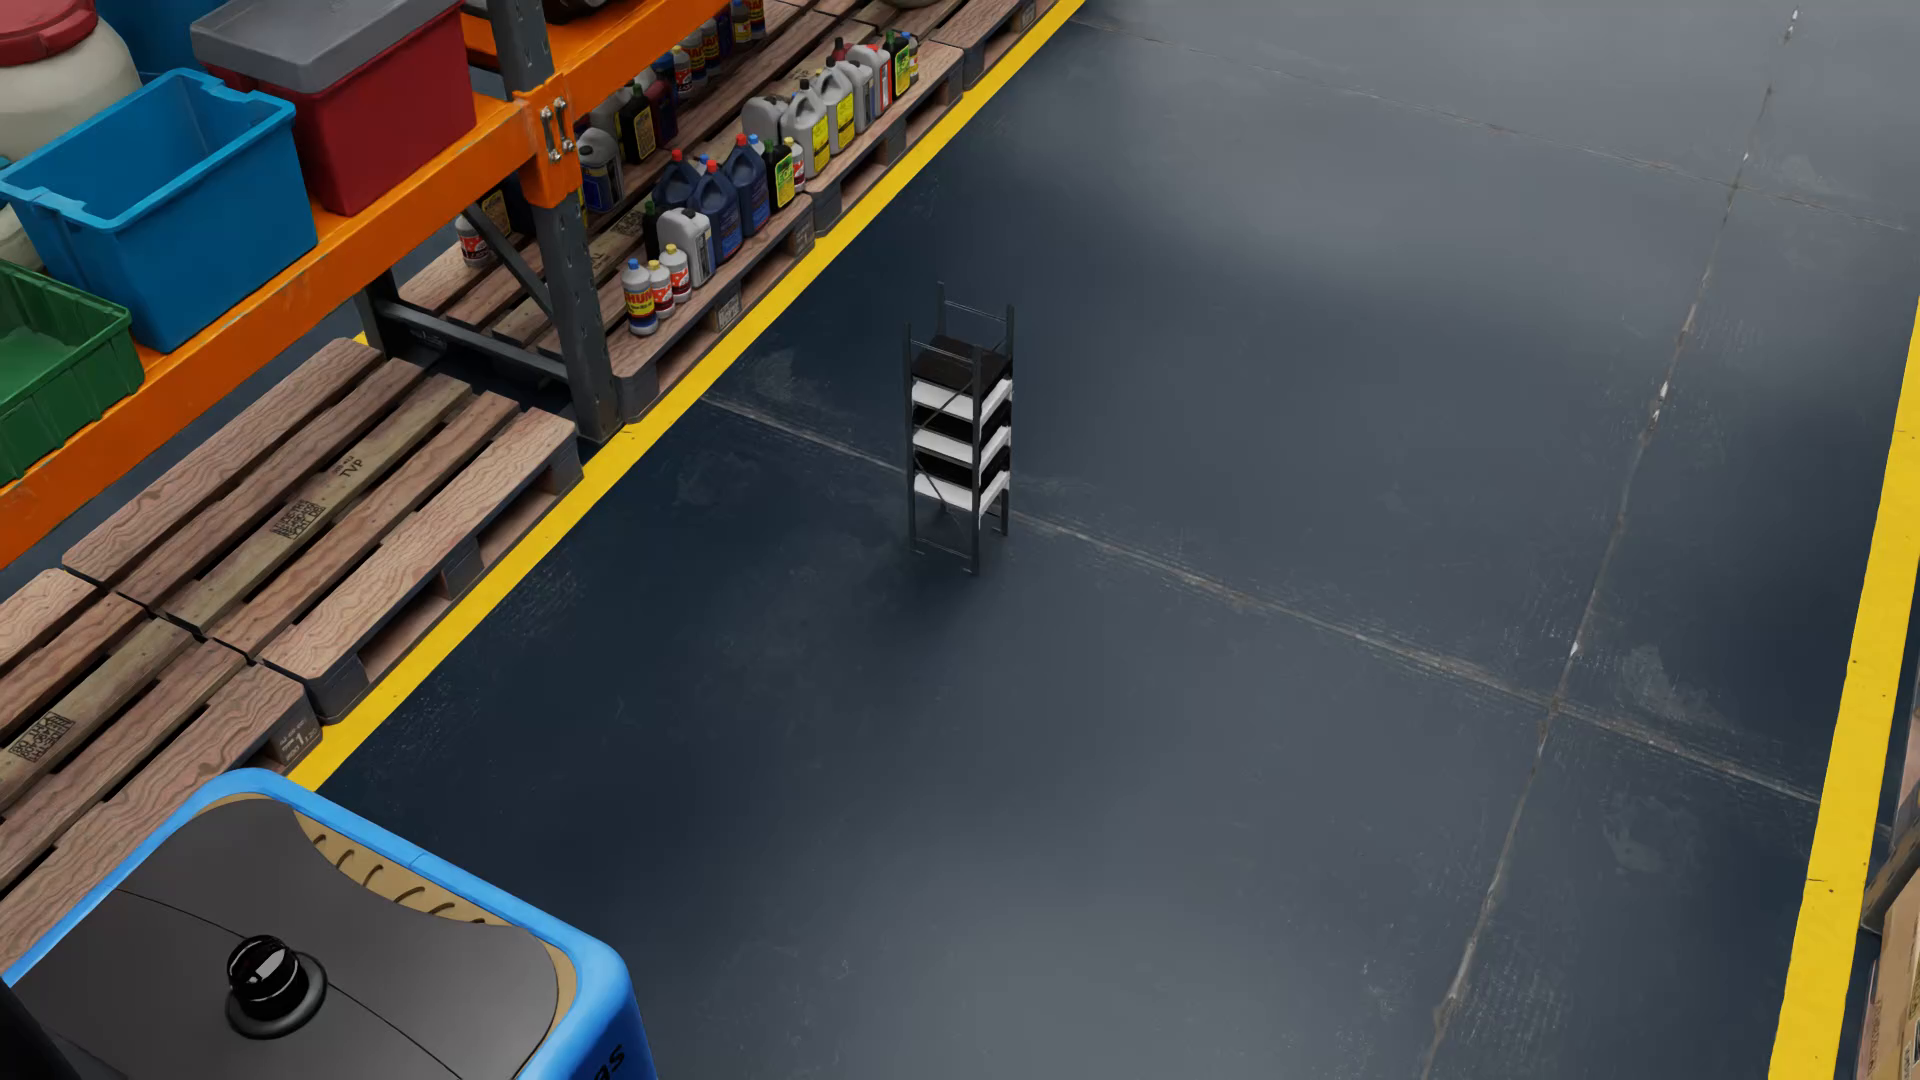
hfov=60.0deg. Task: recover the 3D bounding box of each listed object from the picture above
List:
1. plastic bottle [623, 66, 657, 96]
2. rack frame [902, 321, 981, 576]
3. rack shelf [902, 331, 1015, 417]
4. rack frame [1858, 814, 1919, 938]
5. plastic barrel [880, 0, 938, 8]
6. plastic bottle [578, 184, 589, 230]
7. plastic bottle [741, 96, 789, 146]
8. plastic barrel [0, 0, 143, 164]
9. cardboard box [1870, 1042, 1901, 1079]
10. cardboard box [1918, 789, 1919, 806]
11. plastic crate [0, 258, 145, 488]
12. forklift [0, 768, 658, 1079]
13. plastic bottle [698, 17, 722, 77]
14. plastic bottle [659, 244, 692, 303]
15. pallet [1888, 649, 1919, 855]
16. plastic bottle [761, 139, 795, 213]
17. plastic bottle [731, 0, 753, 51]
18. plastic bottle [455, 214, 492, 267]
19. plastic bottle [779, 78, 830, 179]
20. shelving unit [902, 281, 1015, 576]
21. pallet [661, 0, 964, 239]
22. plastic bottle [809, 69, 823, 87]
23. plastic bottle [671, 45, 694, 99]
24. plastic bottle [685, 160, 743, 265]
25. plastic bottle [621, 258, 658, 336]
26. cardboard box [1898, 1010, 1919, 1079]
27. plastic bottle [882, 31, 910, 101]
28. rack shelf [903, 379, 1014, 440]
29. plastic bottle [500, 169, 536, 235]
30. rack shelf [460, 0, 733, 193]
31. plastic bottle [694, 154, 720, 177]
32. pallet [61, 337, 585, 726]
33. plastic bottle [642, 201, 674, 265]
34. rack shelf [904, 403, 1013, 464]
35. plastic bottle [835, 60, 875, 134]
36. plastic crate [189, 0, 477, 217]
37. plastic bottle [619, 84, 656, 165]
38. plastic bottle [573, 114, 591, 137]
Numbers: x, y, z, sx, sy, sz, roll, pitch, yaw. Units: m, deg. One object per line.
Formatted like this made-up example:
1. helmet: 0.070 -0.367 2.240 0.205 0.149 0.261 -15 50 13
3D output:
1. plastic bottle: -1.249 -1.693 6.420 0.152 0.276 0.135 21 49 20
2. rack frame: -0.051 -0.247 4.862 0.240 0.900 0.006 20 49 19
3. rack shelf: -0.004 -0.478 4.757 0.258 0.077 0.200 20 49 19
4. rack frame: 2.775 0.069 3.073 1.000 3.000 0.127 20 49 19
5. plastic barrel: -0.224 -2.607 7.171 0.421 0.512 0.421 0 45 0
6. plastic bottle: -1.439 -1.246 5.926 0.144 0.351 0.185 20 49 19
7. plastic bottle: -0.726 -1.558 6.286 0.152 0.276 0.135 20 49 19
8. plastic barrel: -2.249 -1.087 4.119 0.433 0.535 0.433 0 45 0
9. cardboard box: 2.130 1.381 3.414 0.500 0.250 0.500 22 49 20
10. cardboard box: 2.797 0.523 4.262 0.500 0.250 0.500 20 49 19
11. plastic crate: -2.169 -0.304 3.591 0.450 0.188 0.662 20 49 19
12. forklift: -1.725 1.242 1.962 1.130 2.935 3.031 21 49 20
13. plastic bottle: -1.031 -2.029 6.756 0.097 0.271 0.097 0 45 0
14. plastic bottle: -0.980 -0.924 5.713 0.097 0.201 0.097 0 45 0
15. pallet: 3.181 0.562 4.546 1.003 0.211 1.213 20 49 19
16. plastic bottle: -0.667 -1.350 6.075 0.061 0.283 0.133 23 50 21
17. plastic bottle: -0.920 -2.156 6.930 0.097 0.201 0.097 0 45 0
18. plastic bottle: -1.718 -1.072 5.858 0.097 0.201 0.097 0 45 0
19. plastic bottle: -0.584 -1.551 6.227 0.144 0.351 0.185 20 49 19
20. shelving unit: -0.004 -0.311 4.925 0.258 0.900 0.210 20 49 19
21. pallet: -0.697 -1.770 6.851 1.003 0.211 1.213 20 49 19
22. plastic bottle: -0.543 -1.751 6.529 0.097 0.201 0.097 0 45 0
23. plastic bottle: -1.123 -1.879 6.657 0.097 0.201 0.097 0 45 0
24. plastic bottle: -0.869 -1.164 5.845 0.144 0.351 0.185 22 49 20
25. plastic bottle: -1.075 -0.821 5.561 0.097 0.271 0.097 0 45 0
26. cardboard box: 2.125 1.182 3.216 0.500 0.311 0.500 20 49 19
27. plastic bottle: -0.256 -1.908 6.627 0.061 0.283 0.133 22 49 20
28. rack shelf: -0.004 -0.414 4.821 0.258 0.077 0.200 20 49 19
29. plastic bottle: -1.567 -1.294 5.973 0.144 0.351 0.185 19 48 18
30. rack shelf: -0.682 -2.576 6.193 1.077 0.370 4.000 20 49 19
31. plastic bottle: -0.908 -1.267 6.003 0.097 0.271 0.097 0 45 0
32. pallet: -1.941 -0.081 5.182 1.003 0.211 1.213 20 49 19
33. plastic bottle: -1.043 -1.072 5.801 0.061 0.283 0.133 20 49 19
34. rack shelf: -0.004 -0.351 4.885 0.258 0.077 0.200 20 49 19
35. plastic bottle: -0.424 -1.747 6.474 0.152 0.276 0.135 19 48 18
36. plastic crate: -1.565 -1.186 4.268 0.402 0.464 0.583 20 49 19
37. plastic bottle: -1.225 -1.577 6.300 0.061 0.283 0.133 20 49 19
38. plastic bottle: -1.439 -1.507 6.231 0.061 0.283 0.133 24 50 22
